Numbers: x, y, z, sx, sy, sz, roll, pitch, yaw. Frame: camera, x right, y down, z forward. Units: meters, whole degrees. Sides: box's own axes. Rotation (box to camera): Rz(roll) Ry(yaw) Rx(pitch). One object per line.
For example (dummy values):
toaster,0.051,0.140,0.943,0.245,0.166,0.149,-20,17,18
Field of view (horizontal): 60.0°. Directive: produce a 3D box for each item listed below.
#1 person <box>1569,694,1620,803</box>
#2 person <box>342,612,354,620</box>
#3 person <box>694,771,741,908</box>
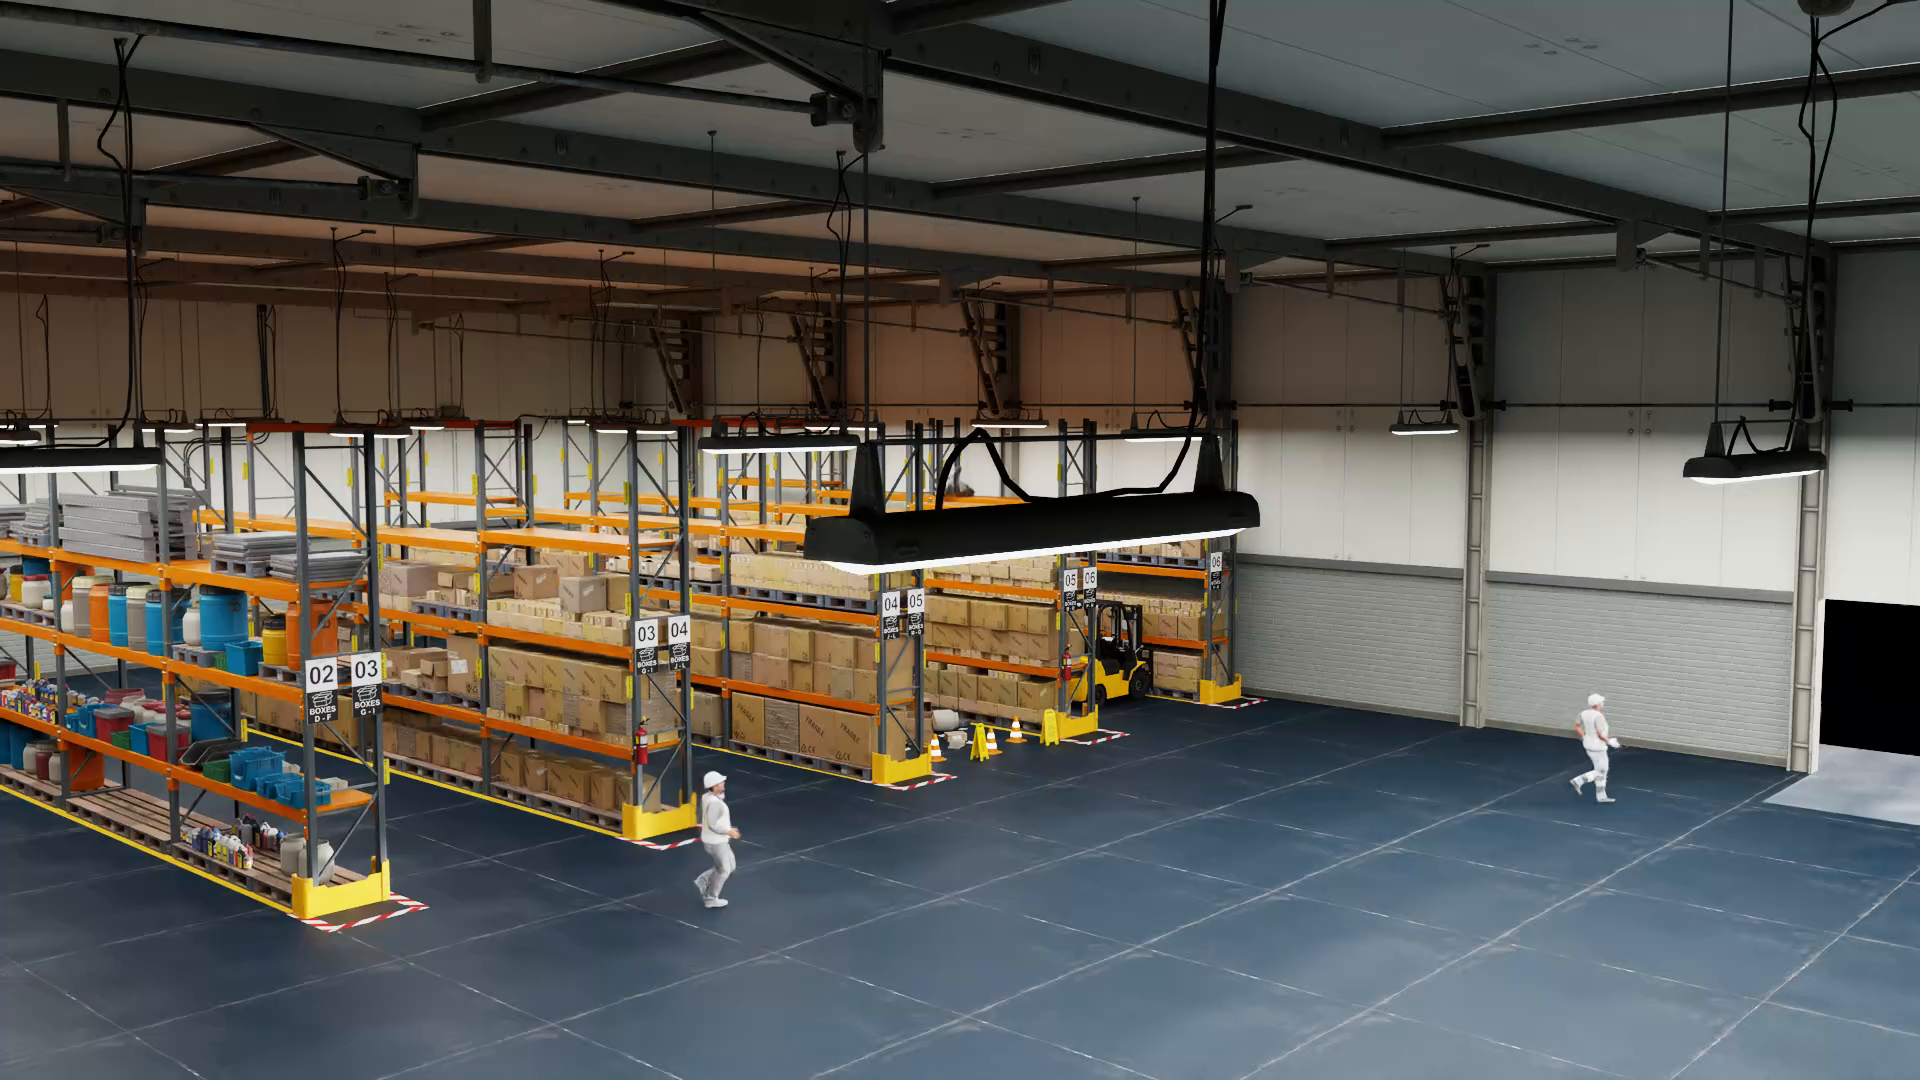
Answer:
person,10.019,3.311,26.340,0.823,1.762,0.655,-1,5,-9
person,-13.748,2.427,37.258,0.699,1.668,0.862,-2,5,-26
person,-3.051,3.756,20.903,0.576,1.725,0.638,-1,5,-13
